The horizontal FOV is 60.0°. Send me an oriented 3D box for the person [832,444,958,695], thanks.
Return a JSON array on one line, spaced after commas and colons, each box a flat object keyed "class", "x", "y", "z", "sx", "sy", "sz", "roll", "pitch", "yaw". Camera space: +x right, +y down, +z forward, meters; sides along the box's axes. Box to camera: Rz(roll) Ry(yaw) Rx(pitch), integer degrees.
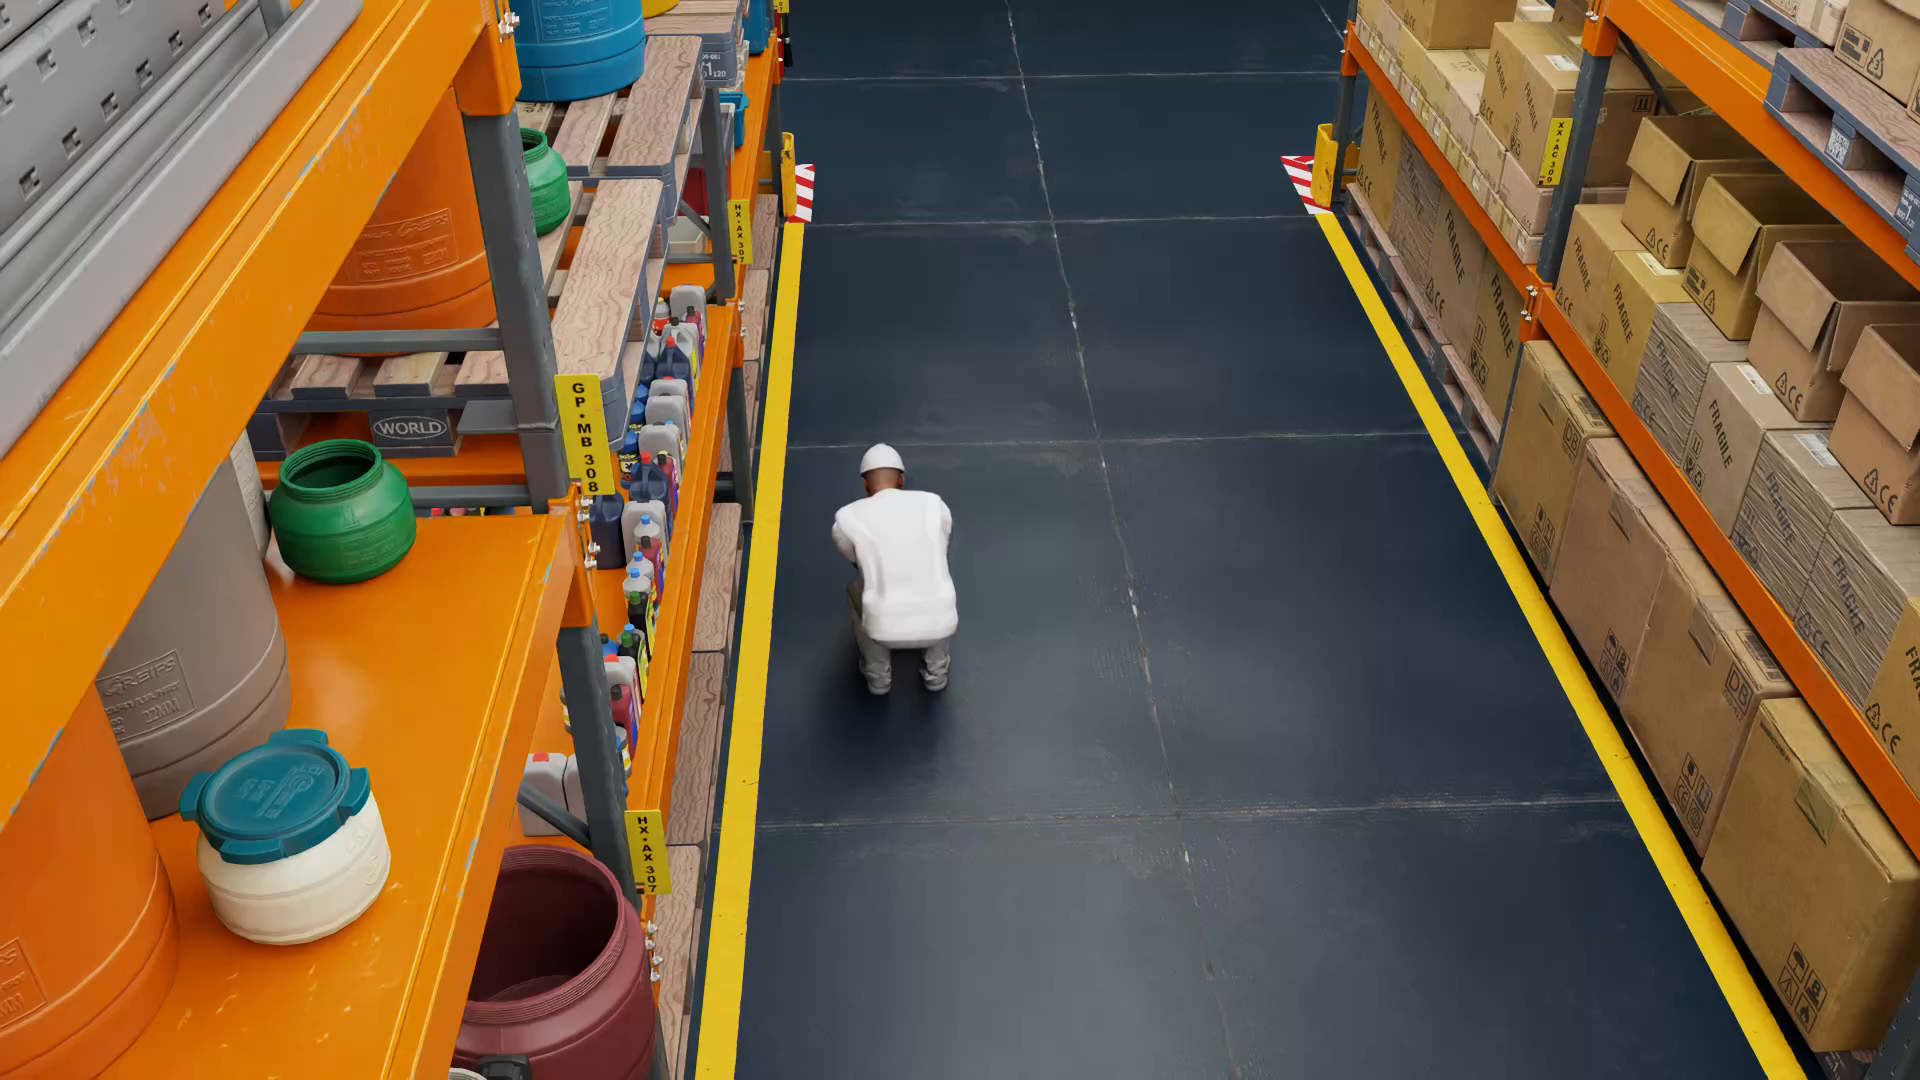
[{"class": "person", "x": -0.300, "y": 0.132, "z": 7.607, "sx": 0.550, "sy": 1.006, "sz": 0.912, "roll": -4, "pitch": 35, "yaw": -5}]
